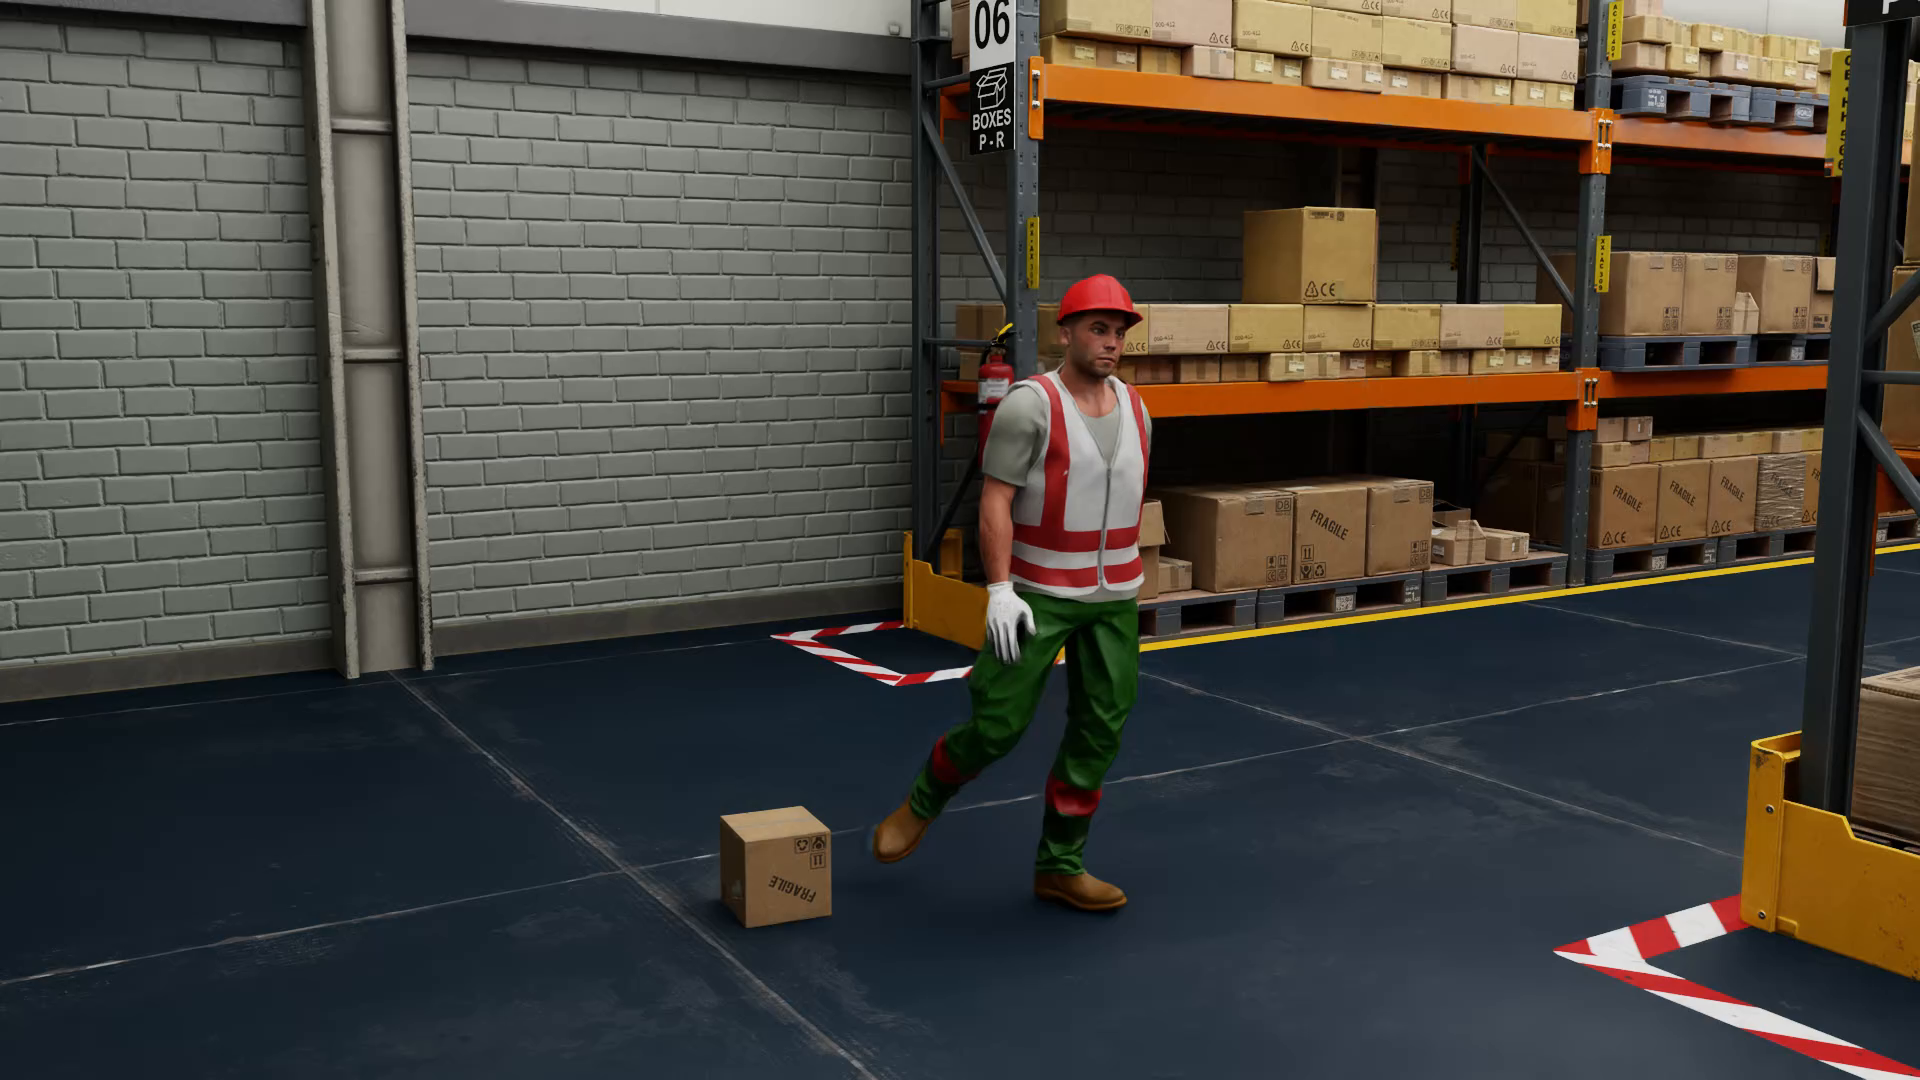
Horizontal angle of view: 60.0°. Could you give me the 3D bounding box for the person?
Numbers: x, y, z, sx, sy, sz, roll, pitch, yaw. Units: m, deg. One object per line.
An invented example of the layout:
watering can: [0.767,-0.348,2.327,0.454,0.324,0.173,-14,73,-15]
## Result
person: [0.170,0.151,4.672,0.747,1.774,0.614,-4,9,-28]
